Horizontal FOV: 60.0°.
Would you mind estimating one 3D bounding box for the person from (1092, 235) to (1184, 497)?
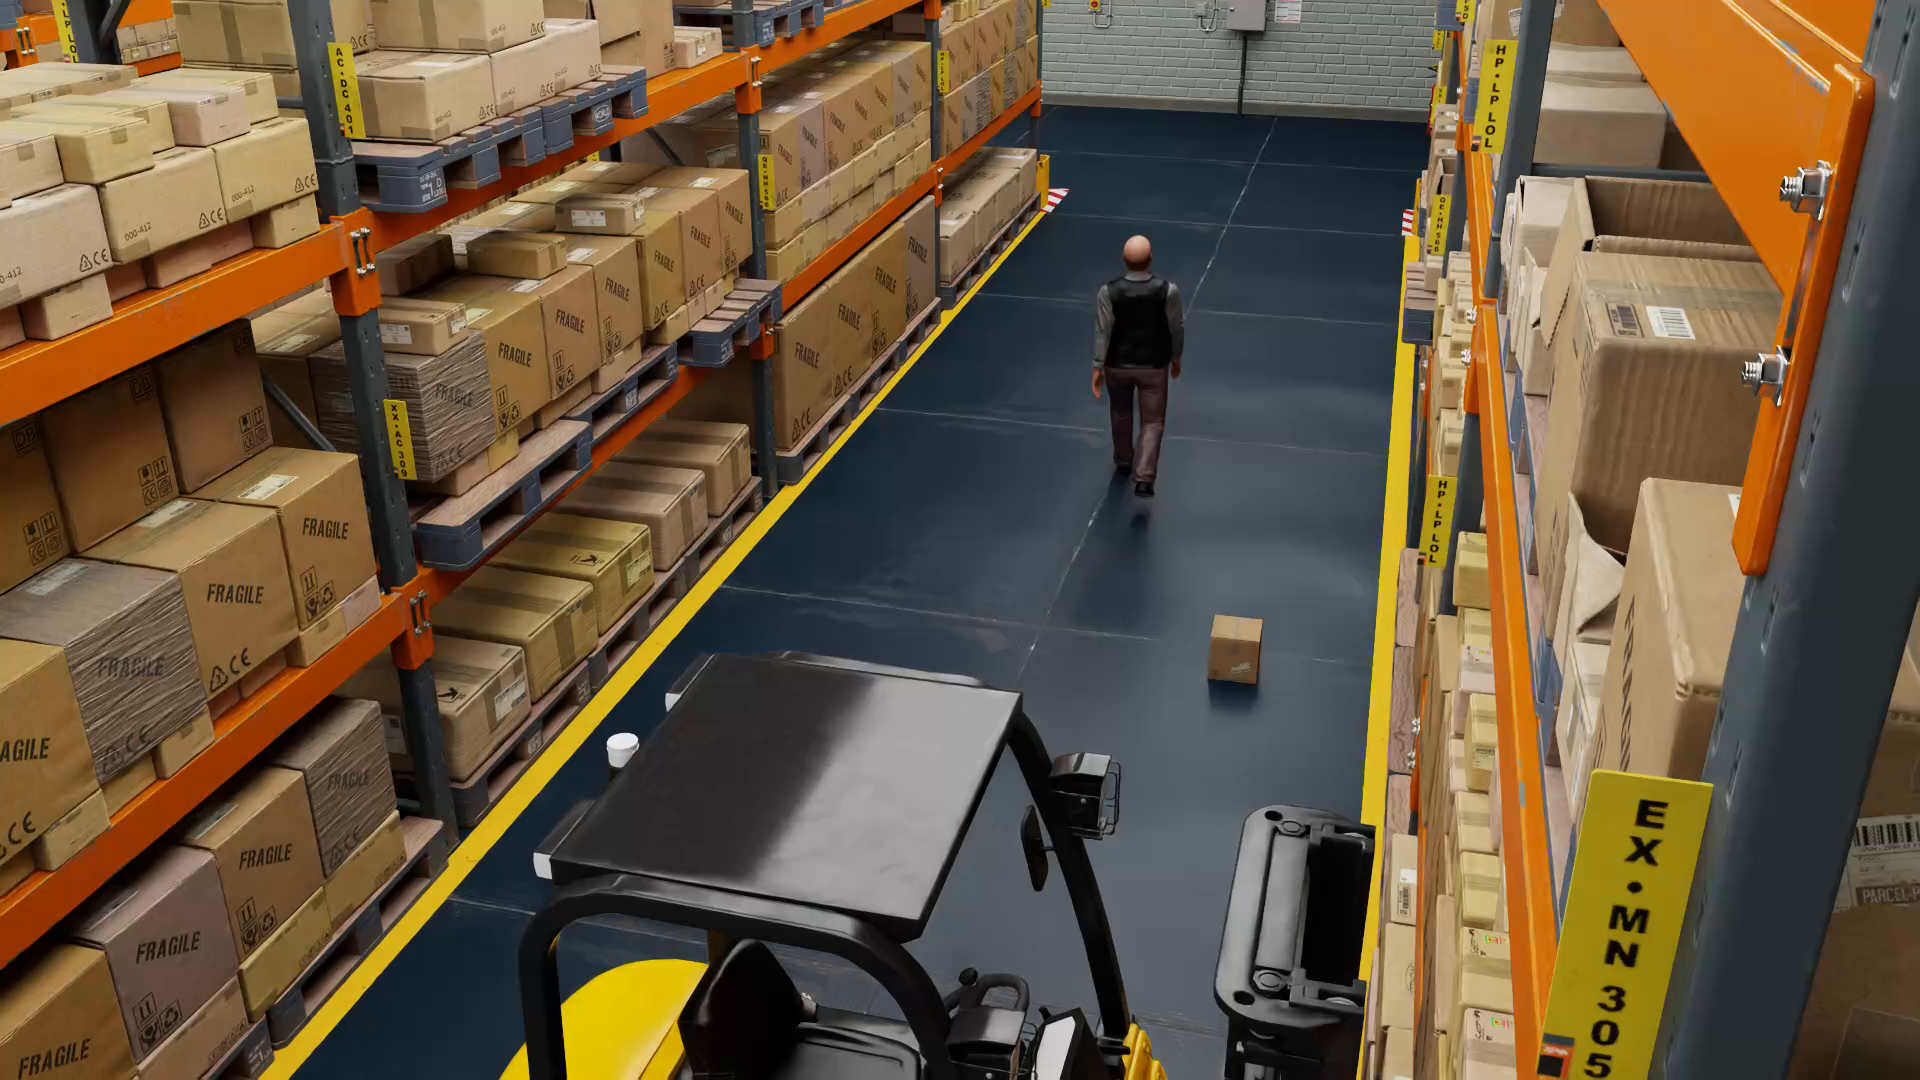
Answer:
[{"bbox_3d":[1.124,-1.073,10.522,0.559,1.602,0.985,4,25,9],"label":"person"}]
